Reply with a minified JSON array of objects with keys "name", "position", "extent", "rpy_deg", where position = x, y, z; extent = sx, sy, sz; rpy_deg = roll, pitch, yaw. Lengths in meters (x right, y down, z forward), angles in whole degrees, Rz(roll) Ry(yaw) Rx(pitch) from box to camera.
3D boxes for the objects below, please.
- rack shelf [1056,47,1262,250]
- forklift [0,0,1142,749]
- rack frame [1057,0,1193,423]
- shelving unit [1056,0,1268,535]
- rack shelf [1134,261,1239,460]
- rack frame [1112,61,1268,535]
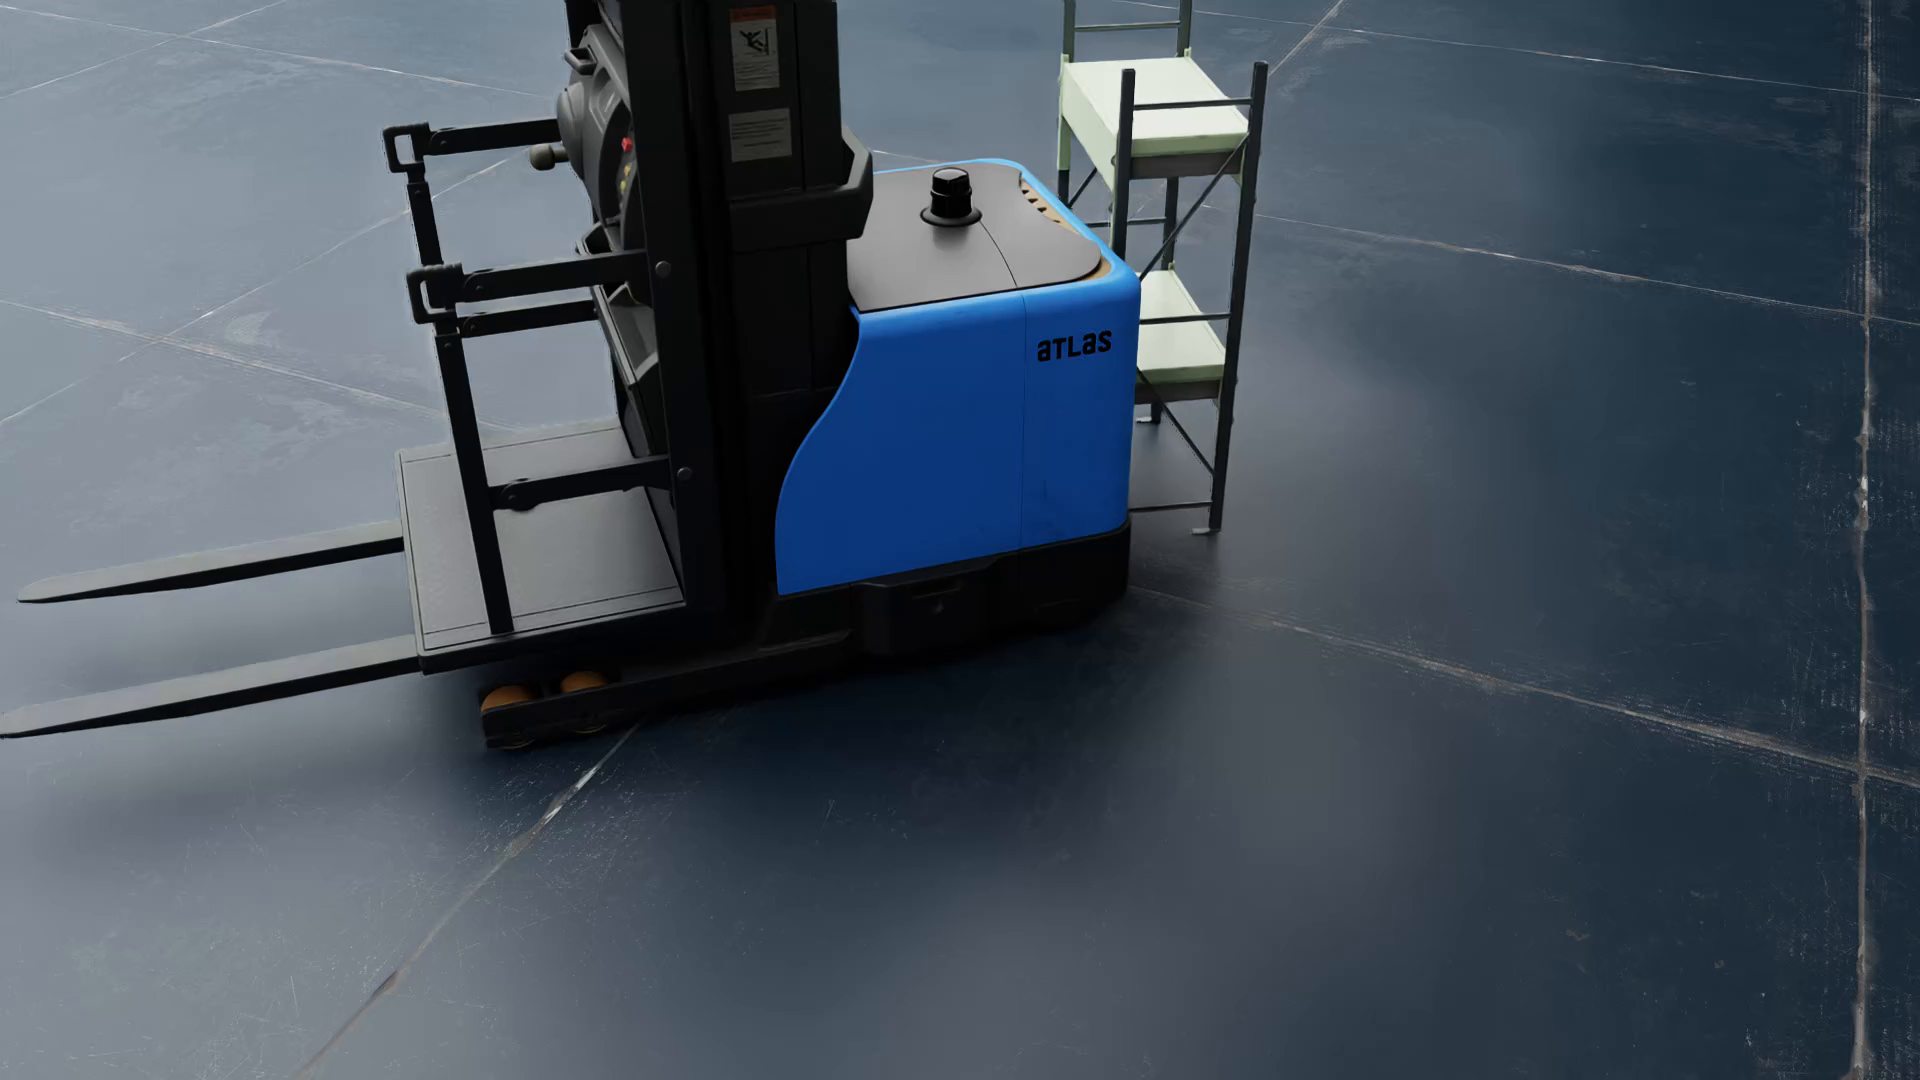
[{"name":"rack shelf","position":[0.571,-1.165,4.947],"extent":[0.431,0.370,0.720],"rpy_deg":[-5,34,-8]},{"name":"forklift","position":[-1.080,-0.999,4.101],"extent":[3.031,2.935,1.130],"rpy_deg":[-11,35,-16]},{"name":"rack frame","position":[0.513,-1.037,5.464],"extent":[0.400,1.500,0.023],"rpy_deg":[-5,34,-8]},{"name":"shelving unit","position":[0.571,-0.839,5.161],"extent":[0.431,1.500,0.755],"rpy_deg":[-5,34,-8]},{"name":"rack shelf","position":[0.571,-0.566,5.340],"extent":[0.431,0.370,0.720],"rpy_deg":[-5,34,-8]},{"name":"rack frame","position":[0.629,-0.641,4.859],"extent":[0.400,1.500,0.023],"rpy_deg":[-5,34,-8]}]
